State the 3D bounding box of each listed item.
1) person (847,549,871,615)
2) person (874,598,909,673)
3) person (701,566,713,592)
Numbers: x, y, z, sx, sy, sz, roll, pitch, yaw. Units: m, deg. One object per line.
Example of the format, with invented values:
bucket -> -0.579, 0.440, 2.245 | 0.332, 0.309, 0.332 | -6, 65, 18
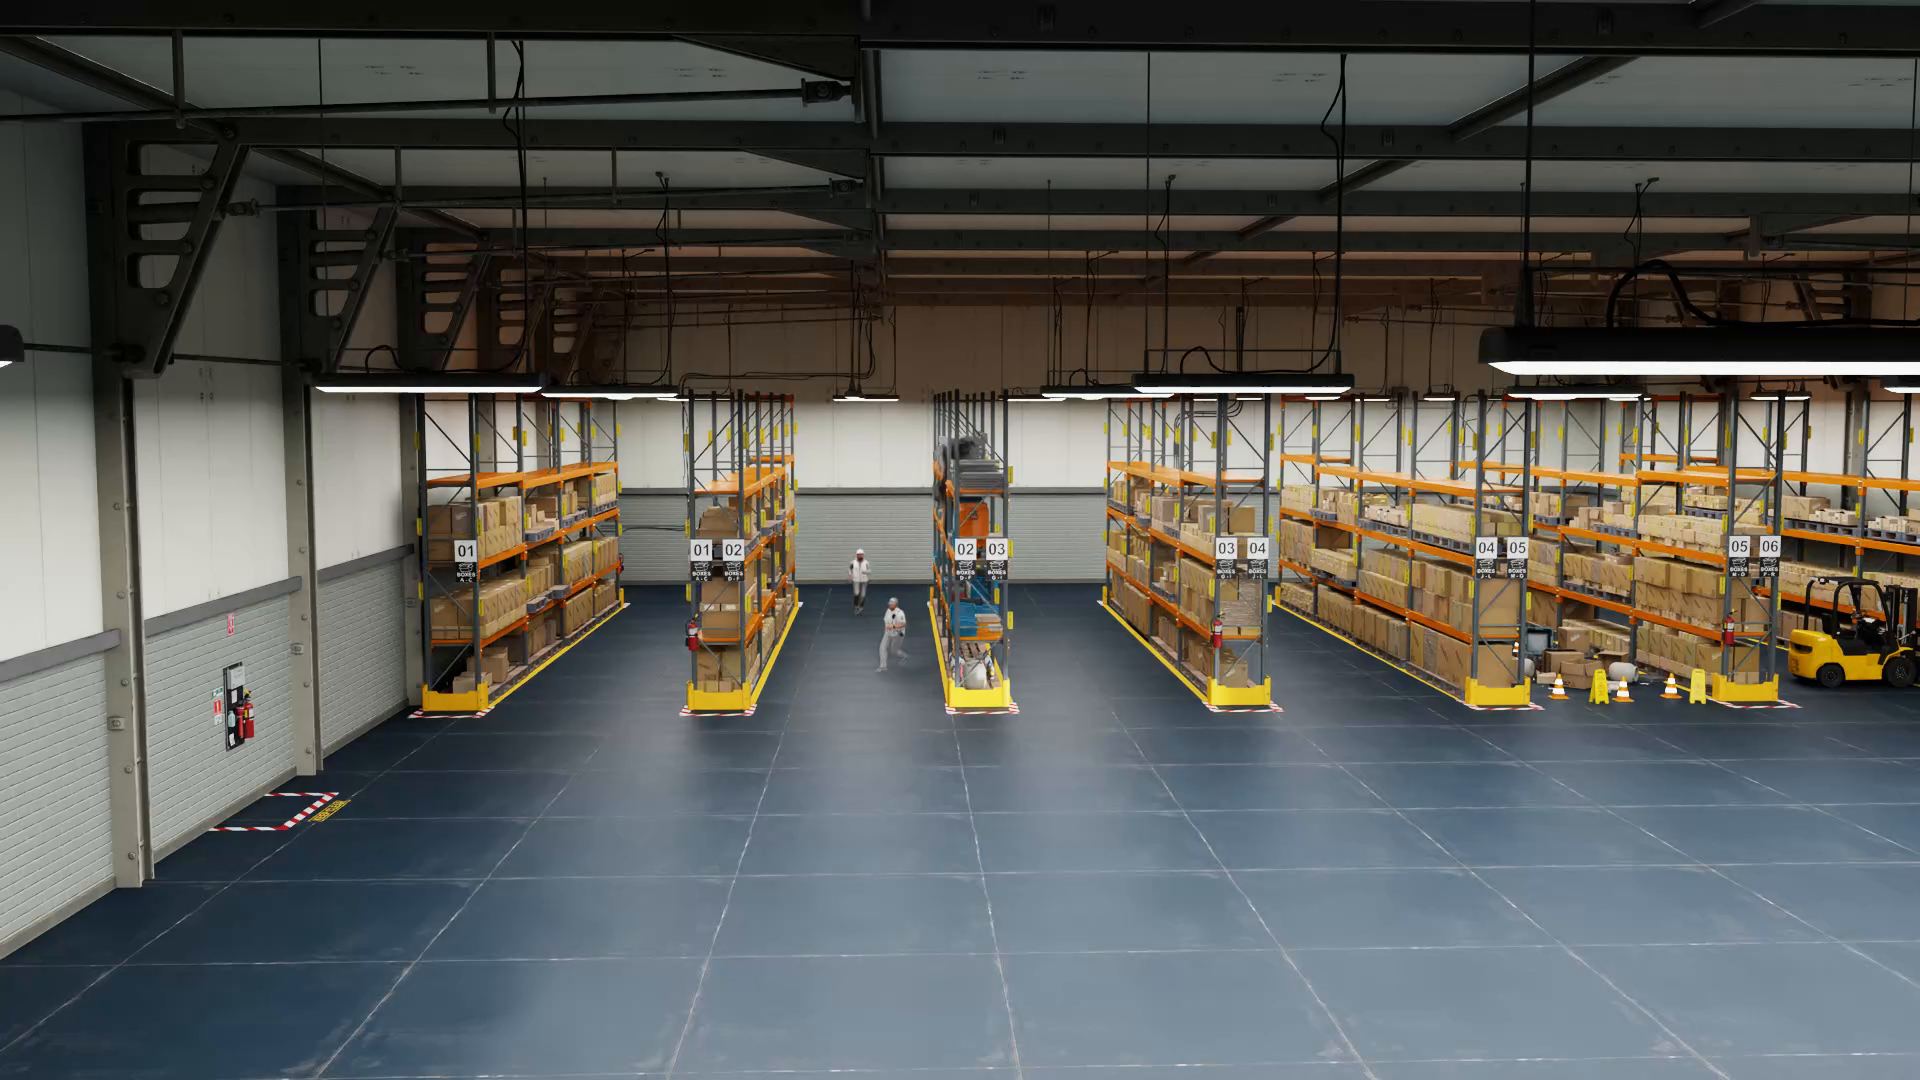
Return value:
person -> -2.739, 1.149, 45.312 | 0.618, 1.799, 0.722 | -1, 5, -9
person -> -1.365, 2.029, 35.639 | 0.661, 1.618, 0.868 | 4, 6, 41
person -> -7.083, 1.003, 48.139 | 0.895, 1.631, 0.577 | 0, 5, 3
